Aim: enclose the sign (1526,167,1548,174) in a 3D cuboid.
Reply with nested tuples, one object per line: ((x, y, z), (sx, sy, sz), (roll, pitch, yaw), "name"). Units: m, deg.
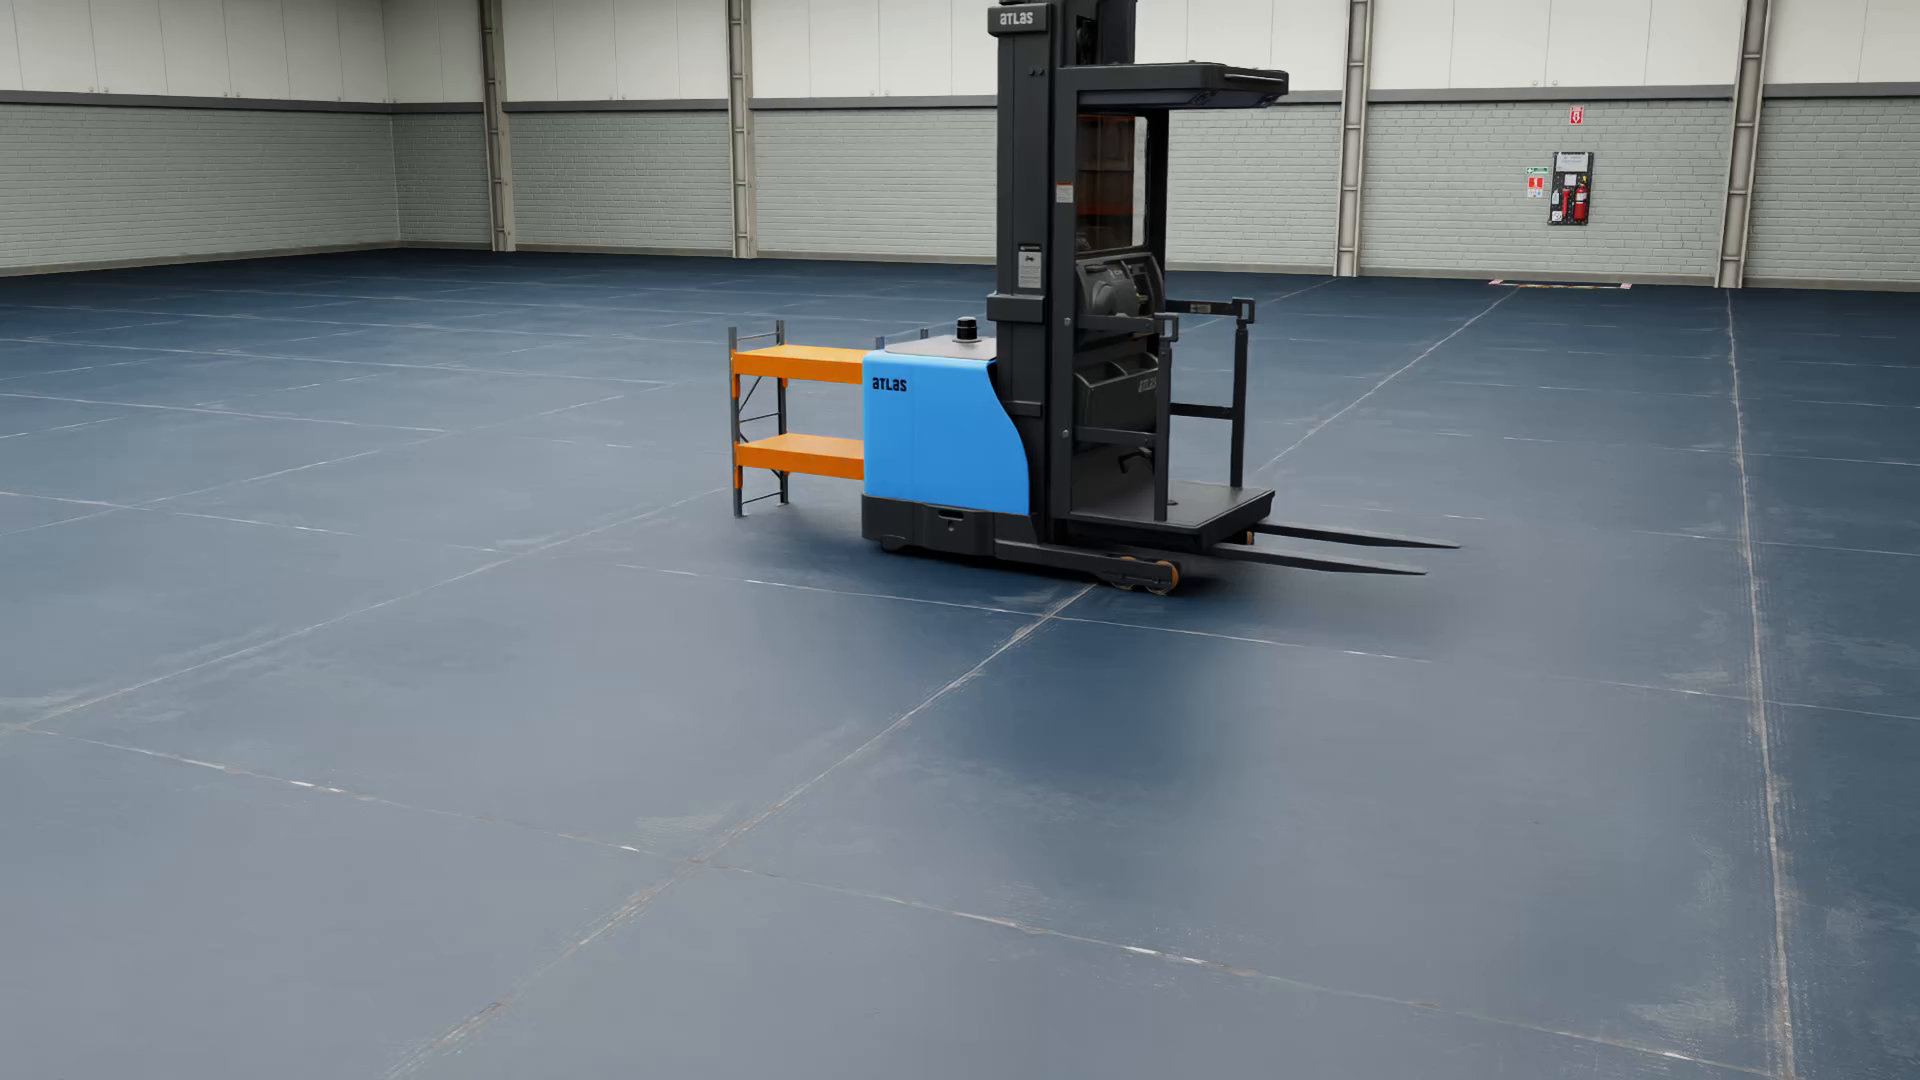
((9.439, -6.044, 27.207), (0.331, 0.109, 0.001), (6, 14, 23), "sign")

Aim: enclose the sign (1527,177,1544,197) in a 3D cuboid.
((9.439, -5.788, 27.277), (0.234, 0.329, 0.001), (6, 14, 23), "sign")

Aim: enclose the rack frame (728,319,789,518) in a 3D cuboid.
((-1.195, -0.727, 9.889), (0.032, 1.125, 0.500), (8, 15, 30), "rack frame")

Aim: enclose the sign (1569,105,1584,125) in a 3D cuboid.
((9.935, -6.848, 26.798), (0.199, 0.298, 0.001), (6, 14, 23), "sign")

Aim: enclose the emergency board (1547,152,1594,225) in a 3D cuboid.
((9.902, -5.698, 26.971), (0.643, 1.169, 0.194), (6, 14, 23), "emergency board")

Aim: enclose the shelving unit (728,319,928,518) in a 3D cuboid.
((-0.758, -0.667, 9.636), (1.048, 1.125, 0.538), (8, 15, 30), "shelving unit")

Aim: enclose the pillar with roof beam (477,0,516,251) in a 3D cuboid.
((-11.541, -9.703, 30.909), (0.400, 9.000, 9.100), (6, 14, 23), "pillar with roof beam")

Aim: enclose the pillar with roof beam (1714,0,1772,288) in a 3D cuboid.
((10.403, -7.483, 21.445), (0.400, 9.000, 9.100), (6, 14, 23), "pillar with roof beam")

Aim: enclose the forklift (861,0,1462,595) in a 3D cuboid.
((0.997, -1.297, 8.367), (3.031, 2.935, 1.130), (8, 15, 30), "forklift")

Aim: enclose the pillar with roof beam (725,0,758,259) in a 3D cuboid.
((-6.055, -9.148, 28.543), (0.400, 9.000, 9.100), (6, 14, 23), "pillar with roof beam")

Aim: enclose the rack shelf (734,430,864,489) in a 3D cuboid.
((-0.758, -0.429, 9.692), (1.000, 0.278, 0.538), (8, 15, 30), "rack shelf")

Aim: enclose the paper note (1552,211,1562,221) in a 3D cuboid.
((9.768, -5.300, 27.203), (0.142, 0.148, 0.016), (6, 14, 23), "paper note")

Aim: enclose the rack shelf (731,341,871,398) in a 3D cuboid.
((-0.758, -0.952, 9.569), (1.000, 0.278, 0.538), (8, 15, 30), "rack shelf")

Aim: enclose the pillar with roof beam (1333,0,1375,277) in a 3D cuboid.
((4.917, -8.038, 23.811), (0.400, 9.000, 9.100), (6, 14, 23), "pillar with roof beam")

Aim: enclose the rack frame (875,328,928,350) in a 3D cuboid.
((-0.321, -0.608, 9.383), (0.032, 1.125, 0.500), (8, 15, 30), "rack frame")
